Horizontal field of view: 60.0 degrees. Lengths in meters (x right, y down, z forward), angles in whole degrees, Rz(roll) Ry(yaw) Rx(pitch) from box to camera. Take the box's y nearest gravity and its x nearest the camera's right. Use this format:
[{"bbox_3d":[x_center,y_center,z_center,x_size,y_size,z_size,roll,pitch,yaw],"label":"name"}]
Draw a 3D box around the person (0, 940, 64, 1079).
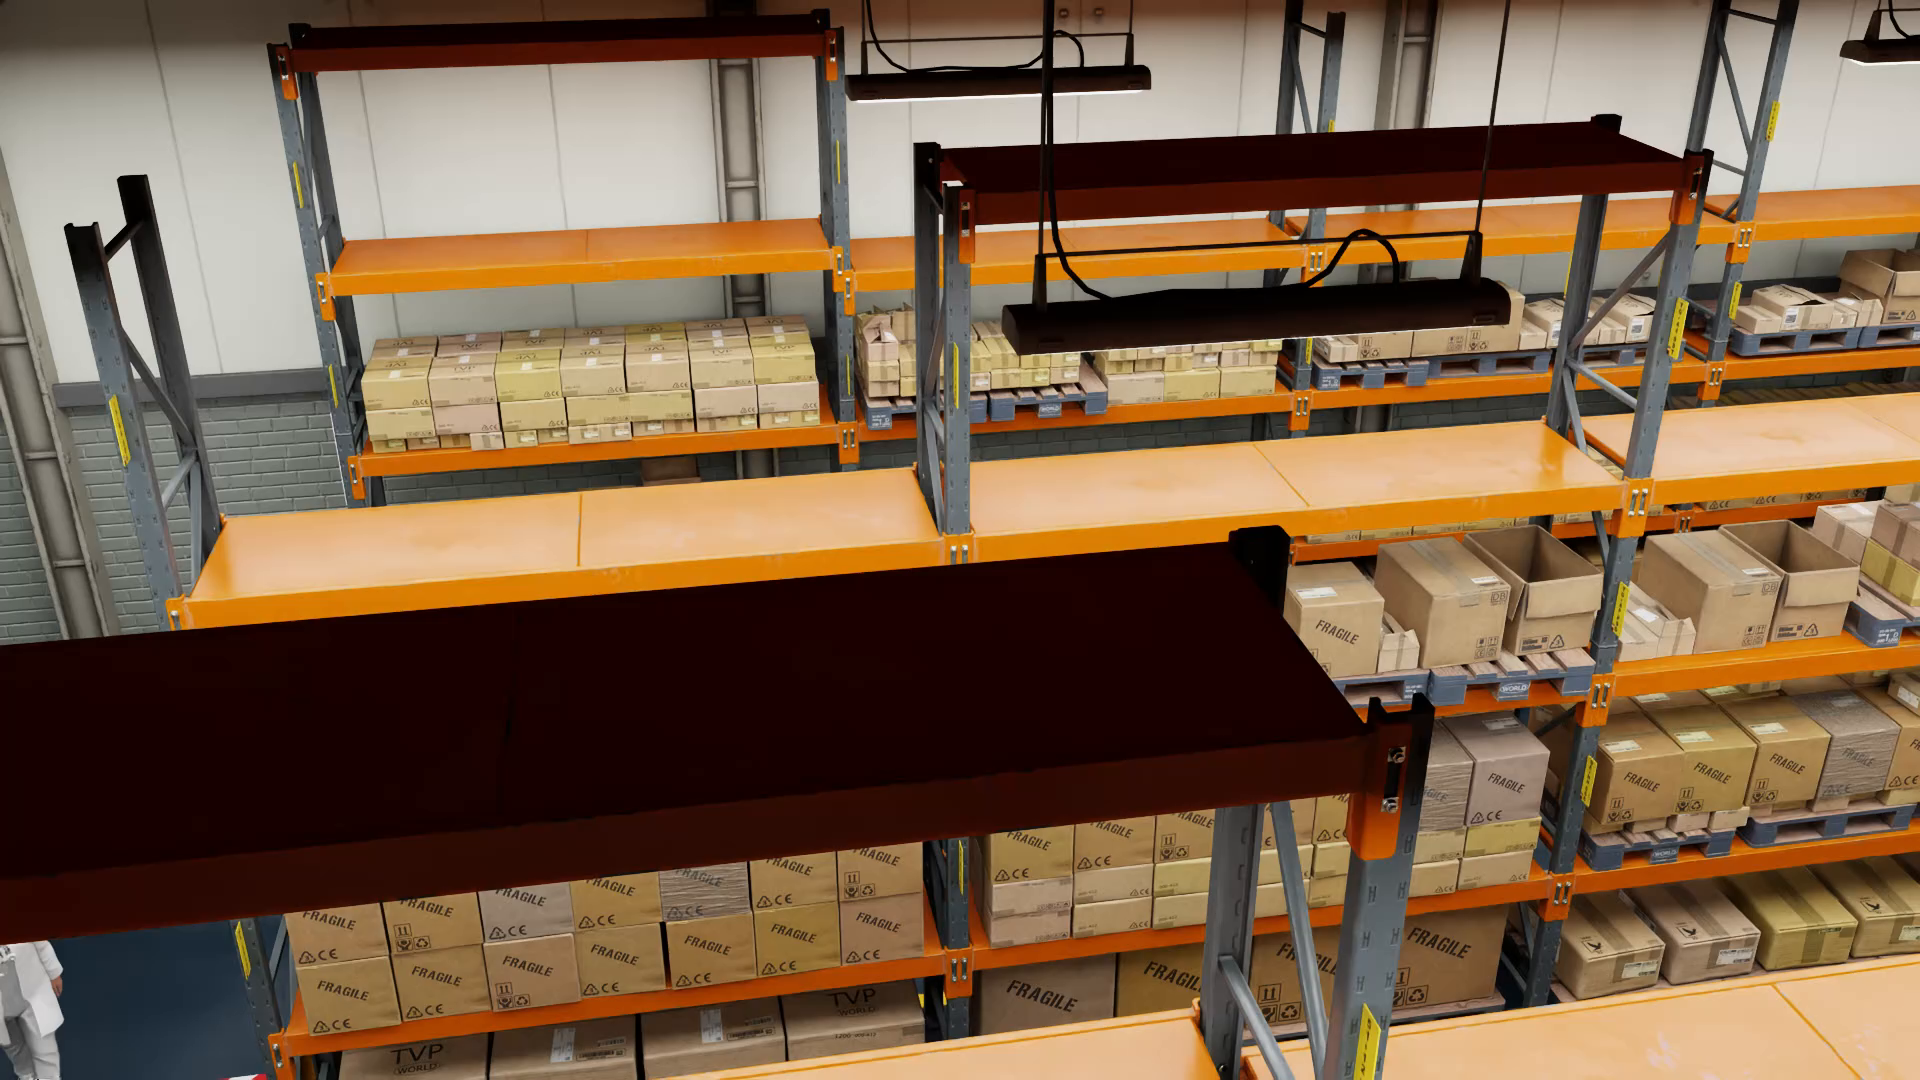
[{"bbox_3d":[-5.884,2.887,10.303,0.618,1.744,1.000,-17,30,-31],"label":"person"}]
